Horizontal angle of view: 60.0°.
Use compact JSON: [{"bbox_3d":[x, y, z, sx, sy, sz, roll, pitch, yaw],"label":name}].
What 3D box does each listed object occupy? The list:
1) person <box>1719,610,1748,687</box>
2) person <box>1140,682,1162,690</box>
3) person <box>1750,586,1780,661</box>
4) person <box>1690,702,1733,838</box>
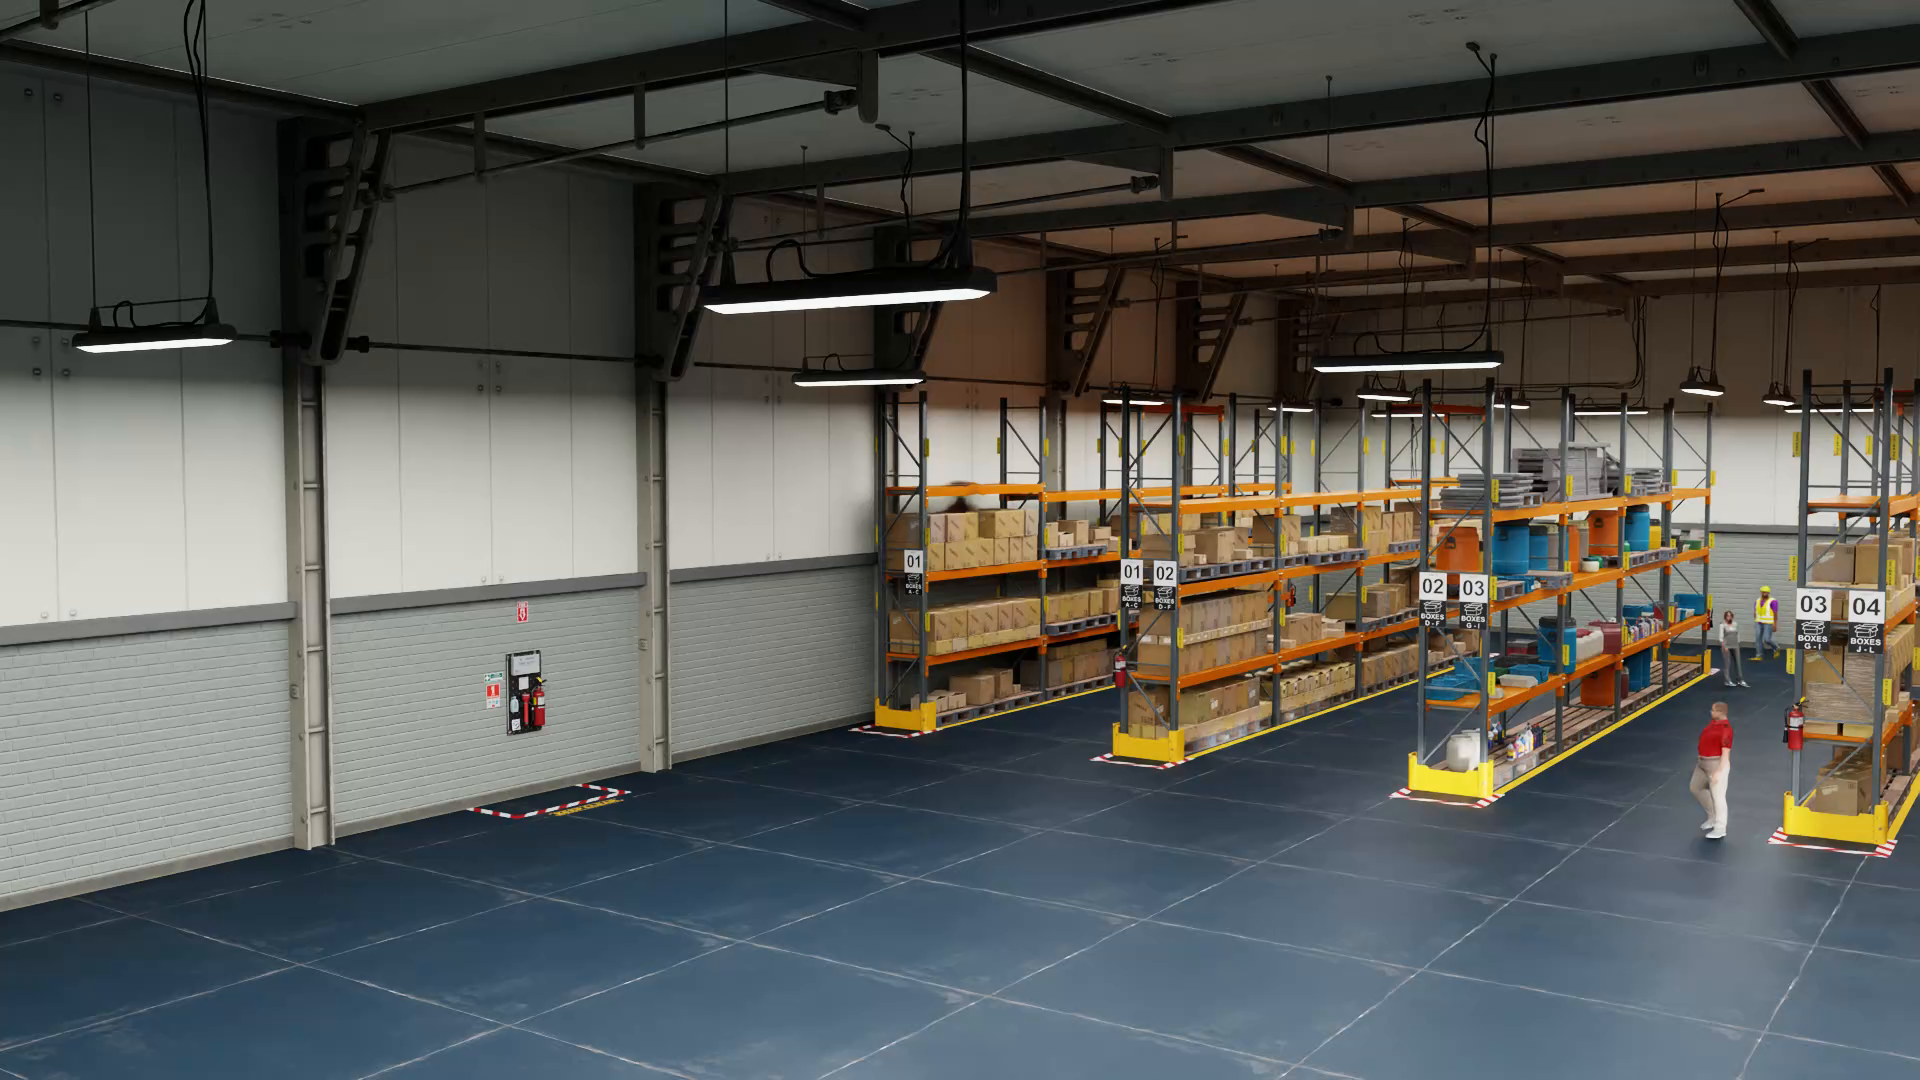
[{"bbox_3d":[16.212,2.275,34.890,0.557,1.606,0.338,0,3,0],"label":"person"},{"bbox_3d":[4.019,2.249,34.545,0.629,1.813,0.866,2,4,35],"label":"person"},{"bbox_3d":[18.841,1.952,38.904,0.689,1.760,0.590,-2,4,-27],"label":"person"},{"bbox_3d":[9.756,2.946,21.504,0.482,1.741,0.633,0,3,-7],"label":"person"}]
